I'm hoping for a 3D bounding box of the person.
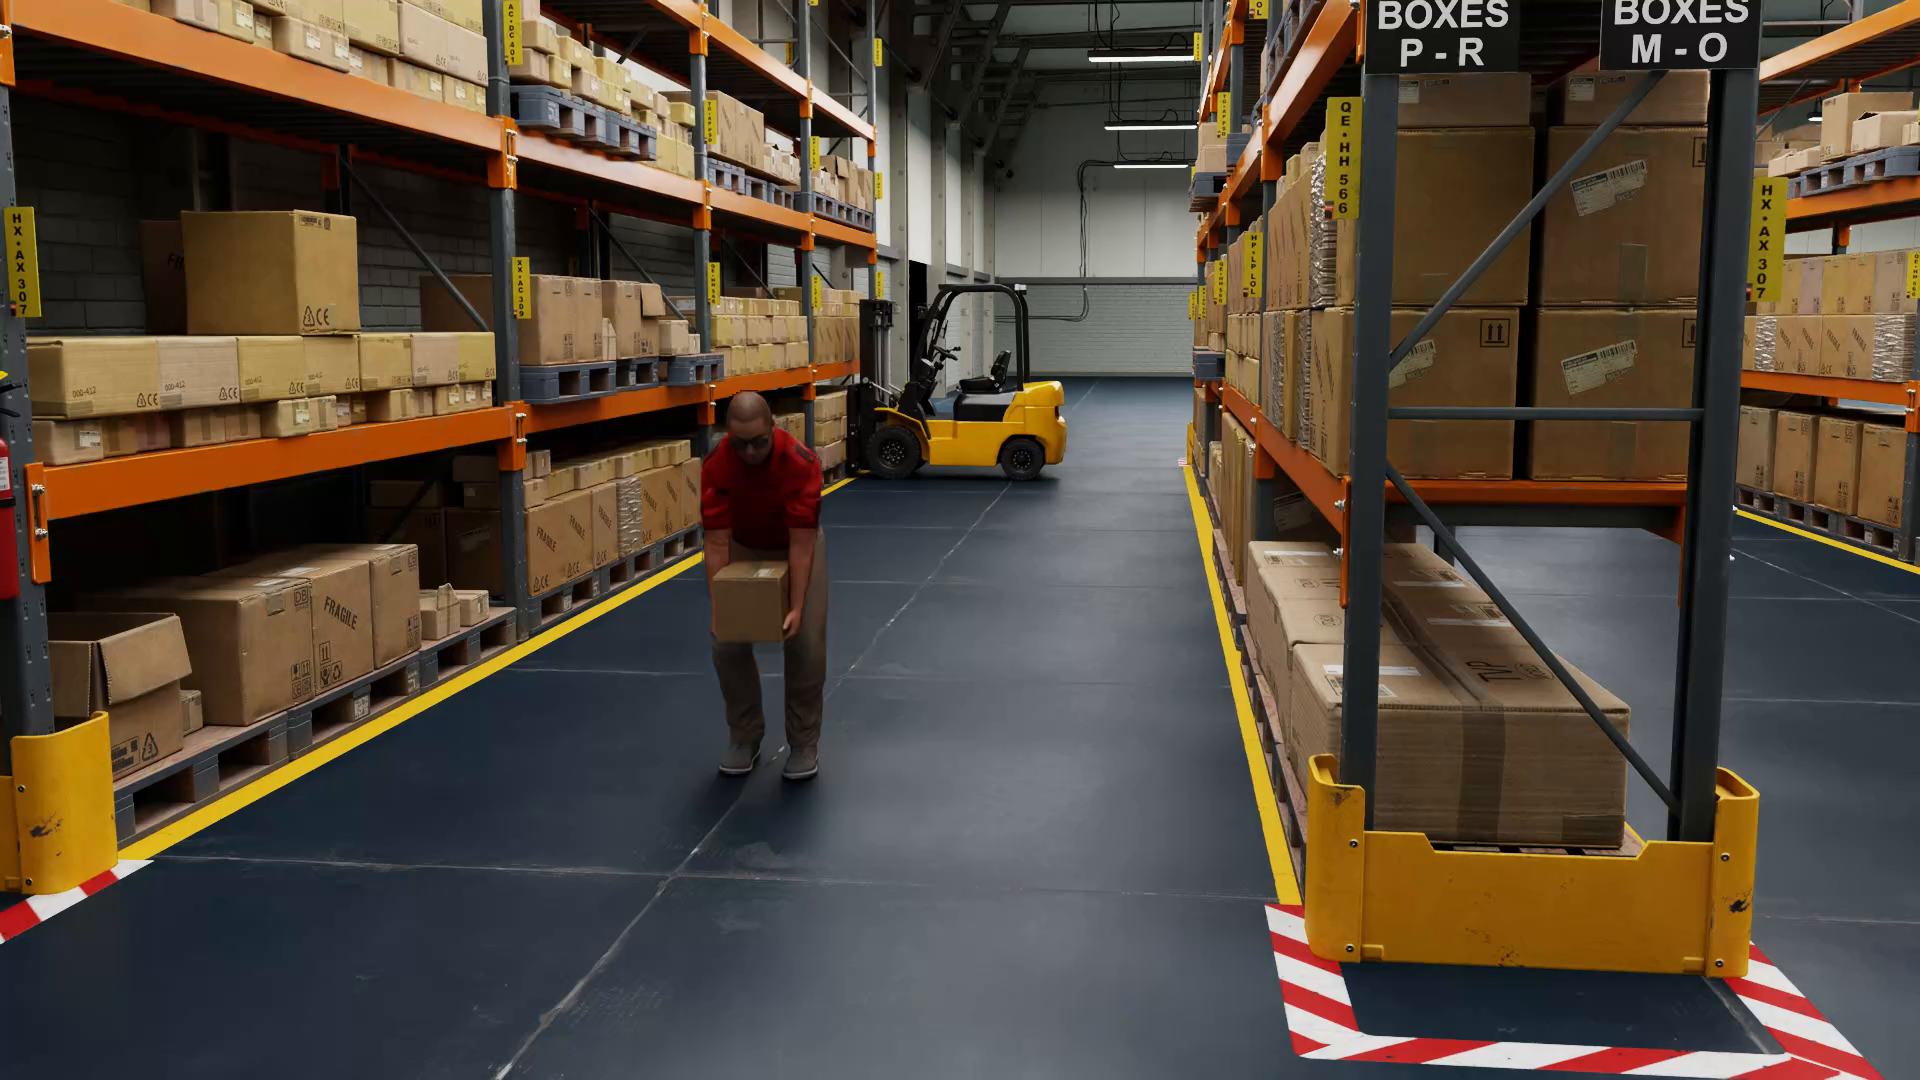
[{"bbox_3d":[-0.745,0.183,6.363,0.477,1.503,0.779,1,8,5],"label":"person"}]
